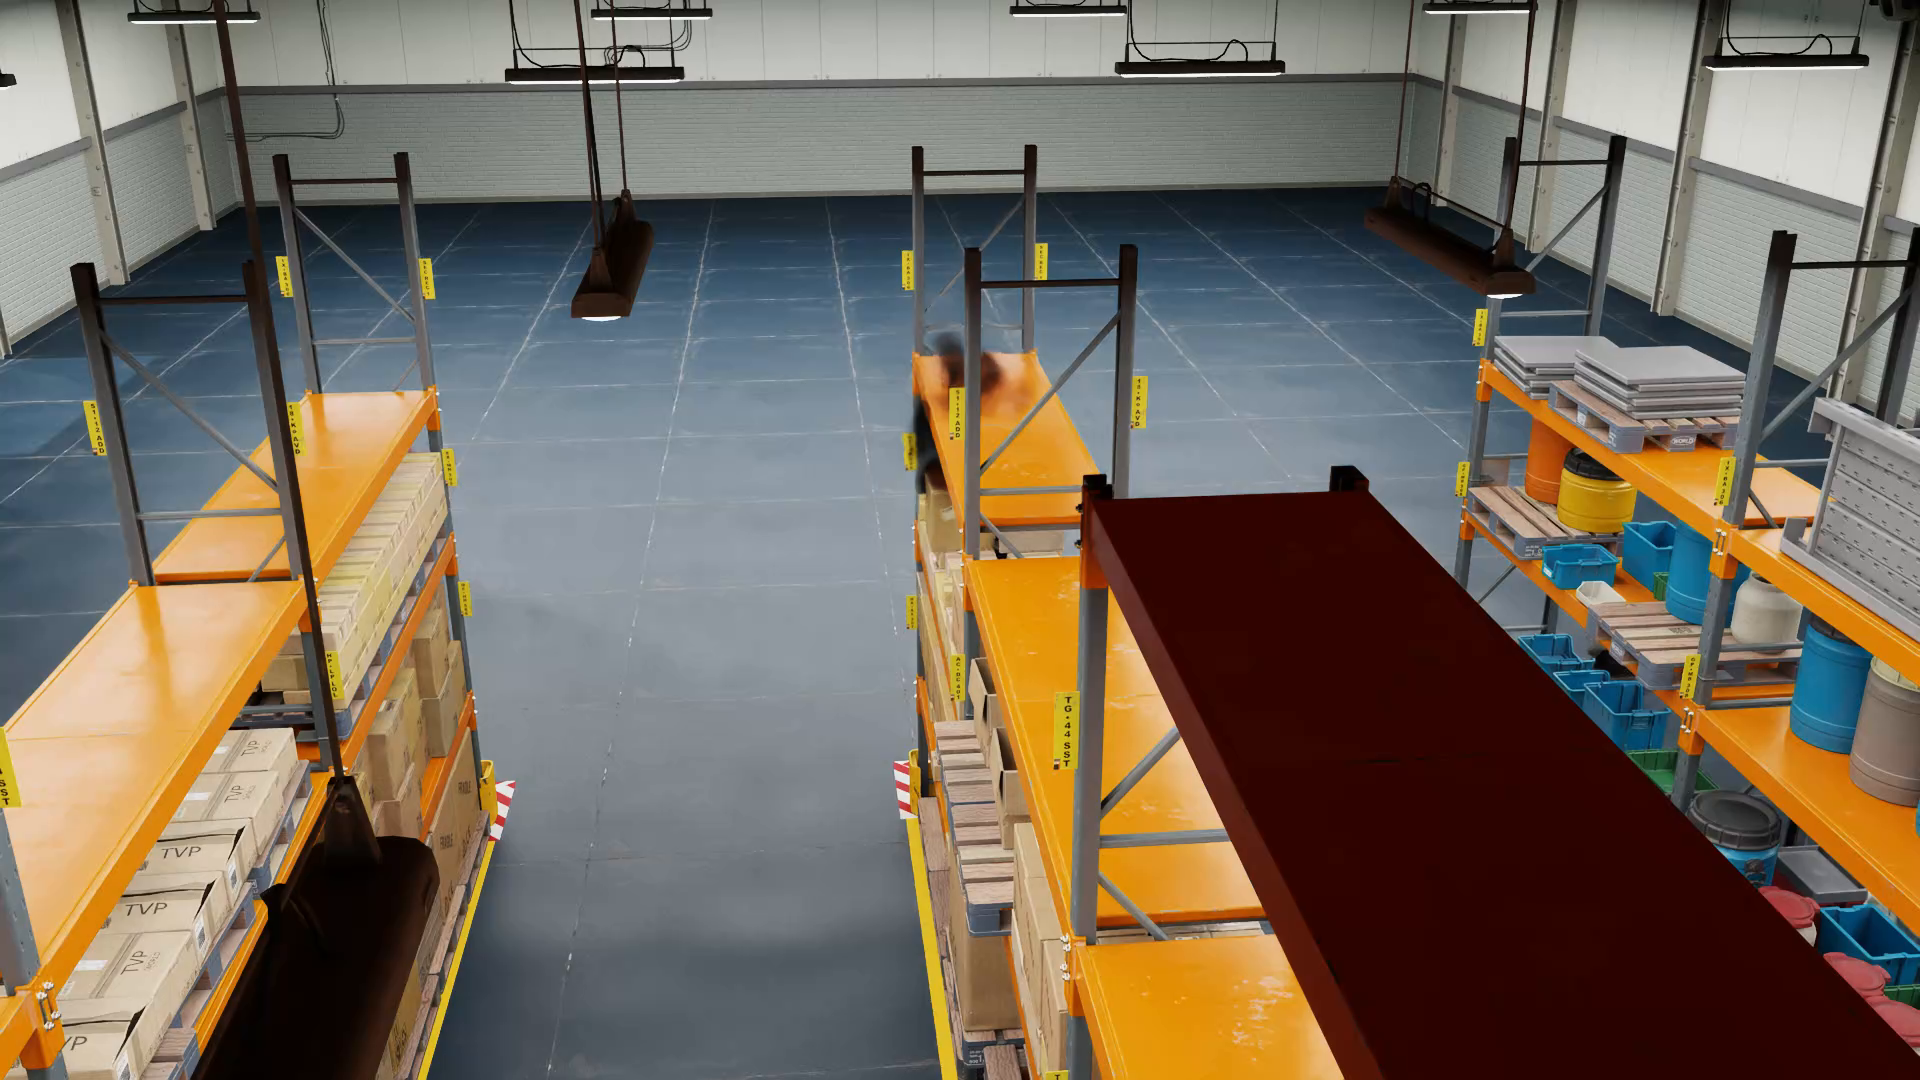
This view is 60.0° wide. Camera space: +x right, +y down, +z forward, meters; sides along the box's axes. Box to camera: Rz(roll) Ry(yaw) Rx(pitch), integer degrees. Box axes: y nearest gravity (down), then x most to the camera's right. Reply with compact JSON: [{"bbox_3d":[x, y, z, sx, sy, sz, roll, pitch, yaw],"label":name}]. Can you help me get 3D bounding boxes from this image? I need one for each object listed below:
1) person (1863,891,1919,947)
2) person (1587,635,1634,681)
[{"bbox_3d":[7.497,2.440,13.027,0.696,1.825,0.950,-6,22,-14],"label":"person"},{"bbox_3d":[6.288,1.285,16.048,0.661,1.695,0.920,-9,23,-21],"label":"person"}]
